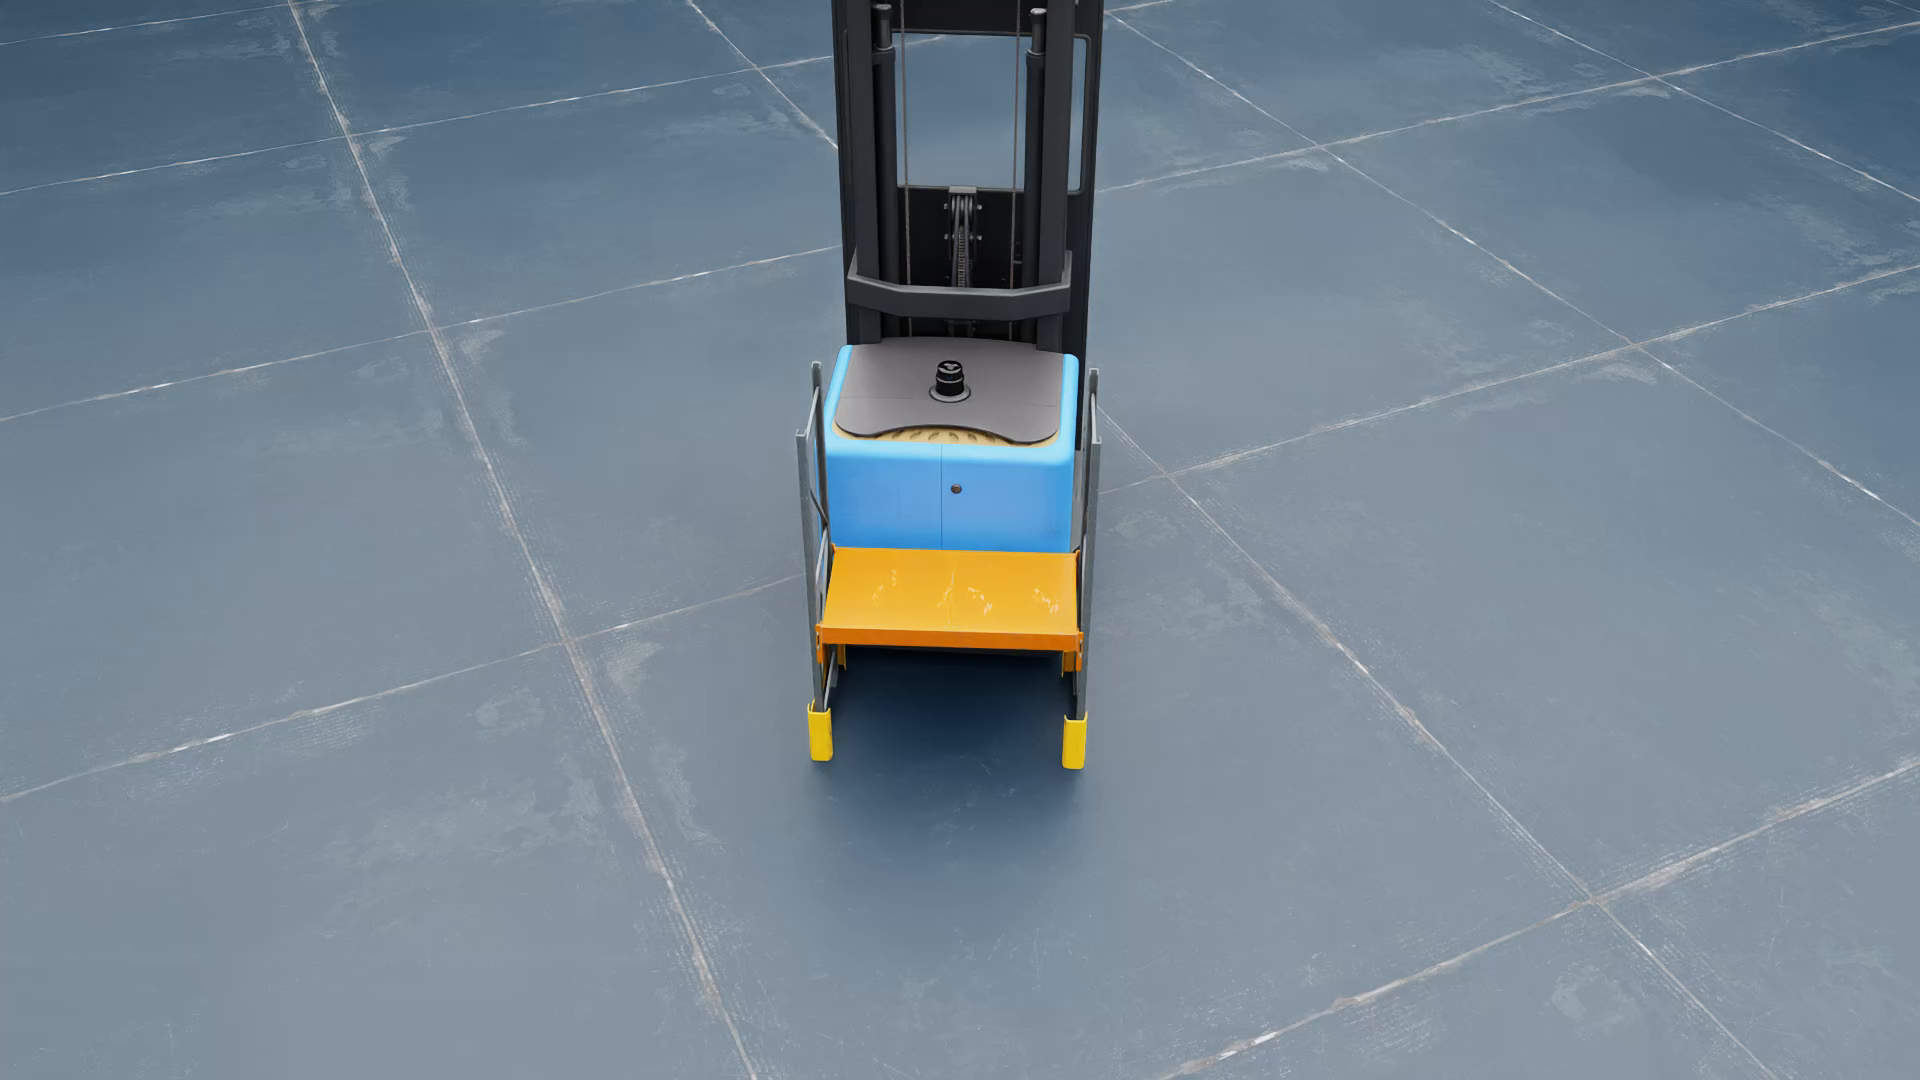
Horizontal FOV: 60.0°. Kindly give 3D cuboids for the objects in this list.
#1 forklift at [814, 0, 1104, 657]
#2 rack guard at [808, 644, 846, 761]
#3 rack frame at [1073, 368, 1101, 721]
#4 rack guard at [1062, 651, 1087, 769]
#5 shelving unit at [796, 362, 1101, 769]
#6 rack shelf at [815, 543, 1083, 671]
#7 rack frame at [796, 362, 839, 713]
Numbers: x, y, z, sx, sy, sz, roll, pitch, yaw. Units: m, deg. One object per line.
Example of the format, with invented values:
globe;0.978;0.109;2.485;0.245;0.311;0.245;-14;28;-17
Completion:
forklift;0.051;-1.547;7.375;1.130;2.935;3.031;3;37;4
rack guard;-0.536;0.597;6.734;0.087;0.250;0.587;2;37;2
rack frame;0.478;0.123;6.324;0.032;1.500;0.500;2;37;2
rack guard;0.459;0.624;6.698;0.087;0.250;0.587;2;37;2
shelving unit;-0.039;0.109;6.343;1.083;1.500;0.587;2;37;2
rack shelf;-0.030;0.254;6.450;1.000;0.185;0.538;2;37;2
rack frame;-0.538;0.096;6.361;0.032;1.500;0.500;2;37;2
